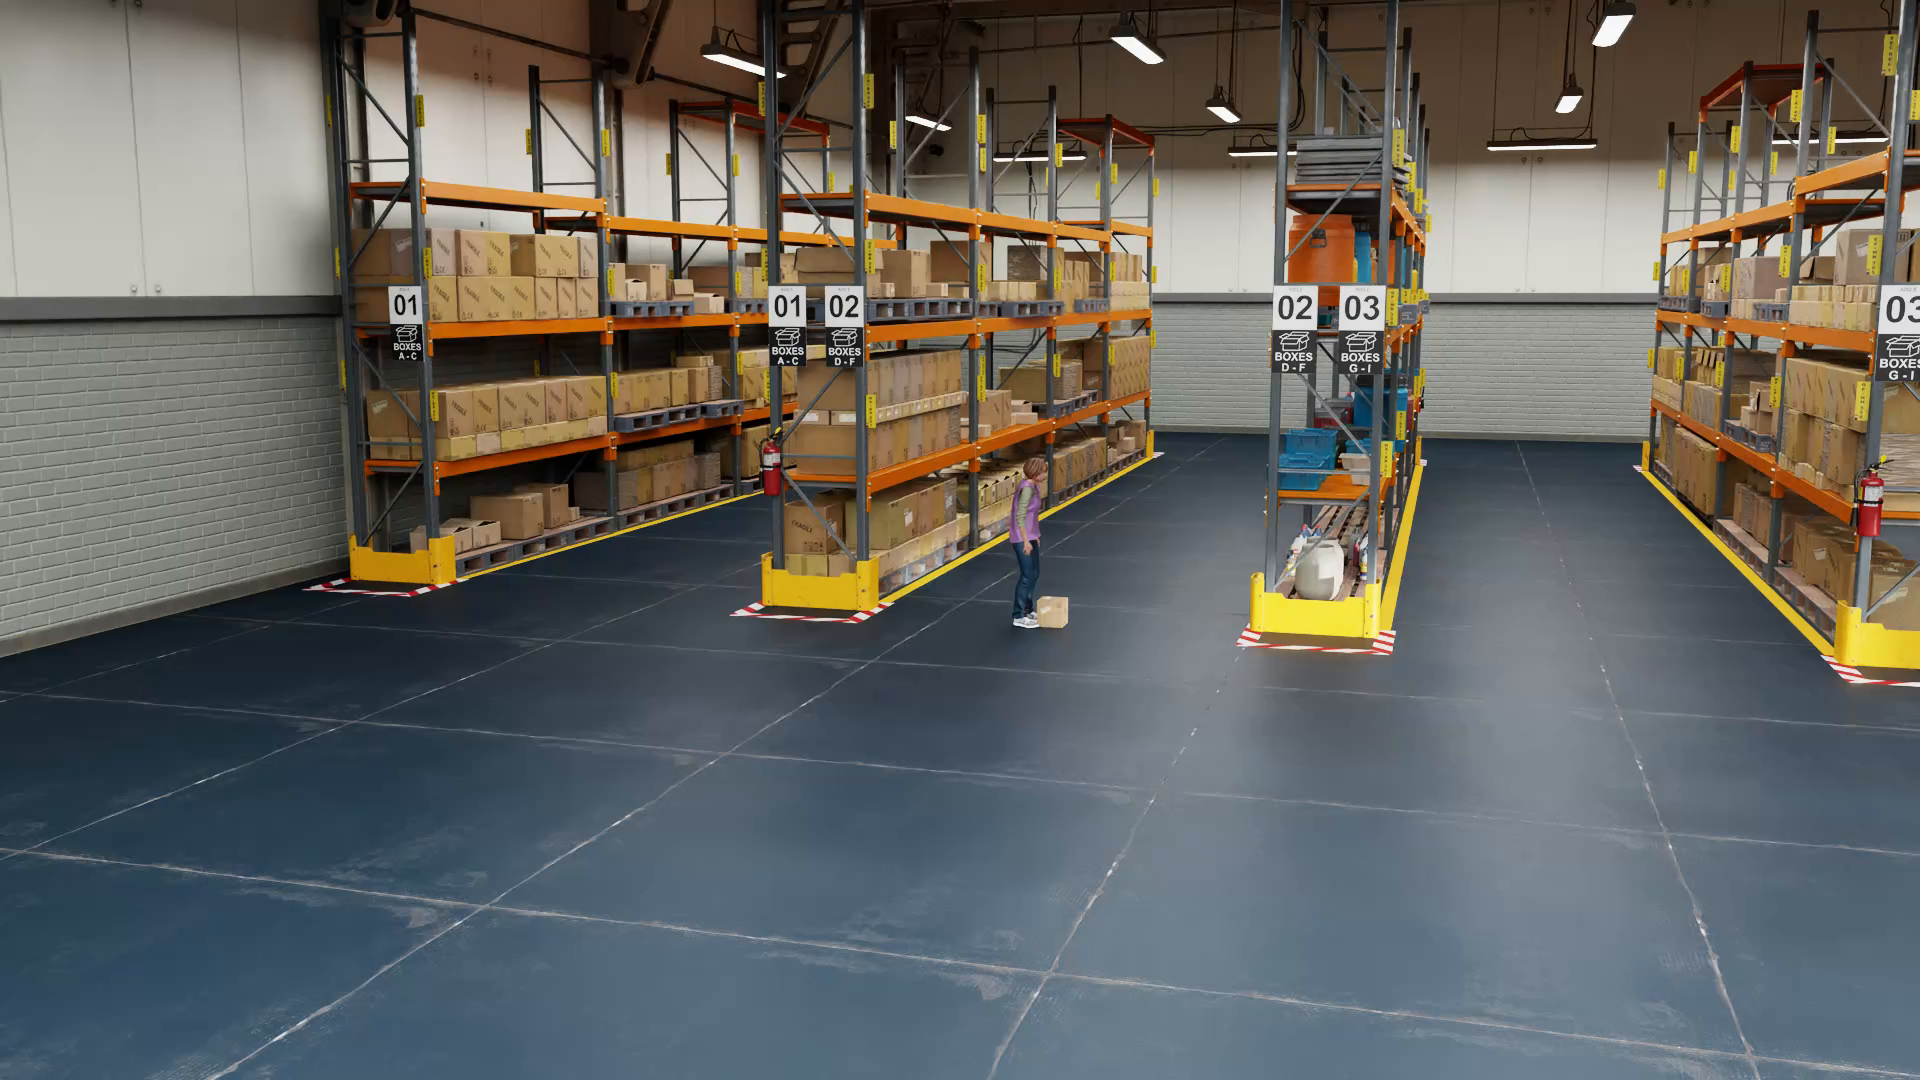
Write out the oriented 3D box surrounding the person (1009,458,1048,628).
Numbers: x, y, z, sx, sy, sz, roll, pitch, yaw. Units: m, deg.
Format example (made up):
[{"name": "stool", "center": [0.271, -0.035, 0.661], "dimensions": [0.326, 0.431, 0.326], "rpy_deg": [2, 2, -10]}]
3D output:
[{"name": "person", "center": [0.648, 0.019, 15.792], "dimensions": [0.349, 1.581, 0.473], "rpy_deg": [2, 9, 15]}]
